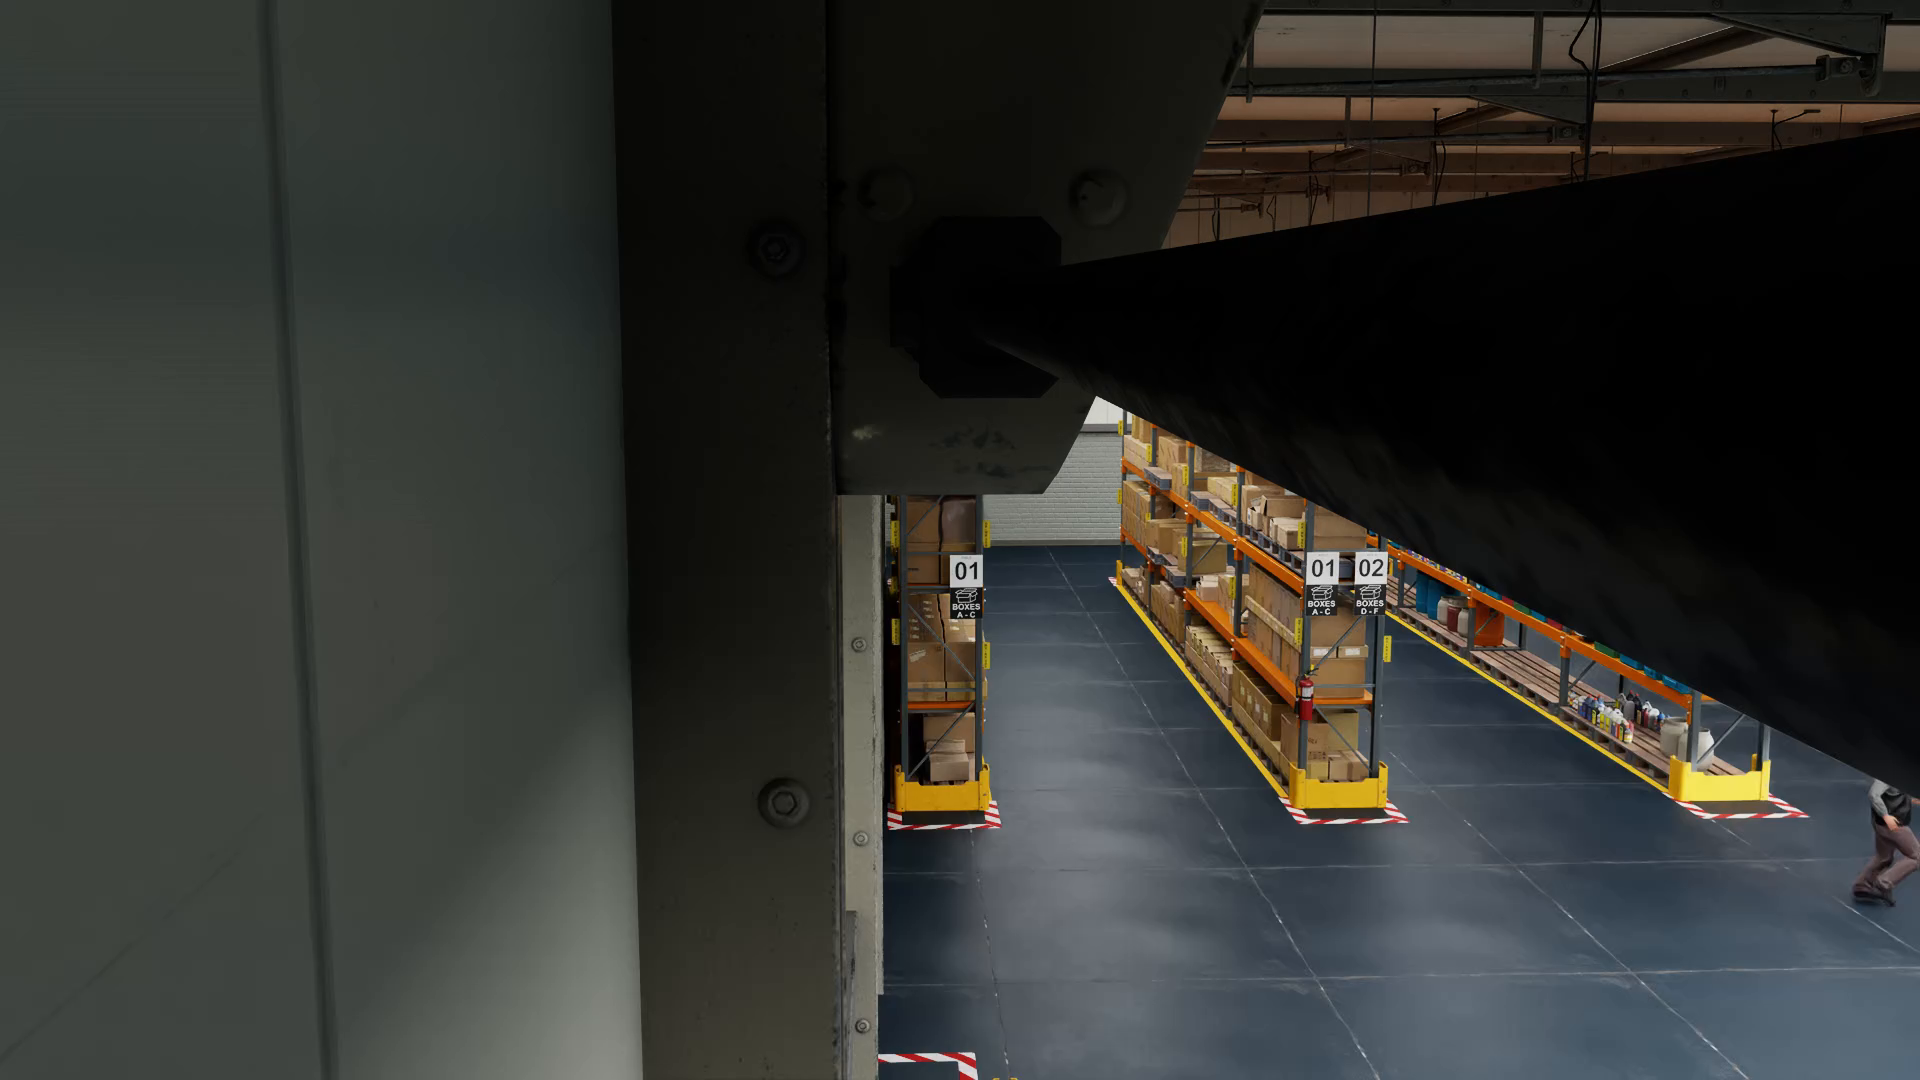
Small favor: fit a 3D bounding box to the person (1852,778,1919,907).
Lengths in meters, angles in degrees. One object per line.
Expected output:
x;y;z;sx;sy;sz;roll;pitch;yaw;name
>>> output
9.699;2.954;17.259;0.670;1.700;0.639;3;9;19;person
